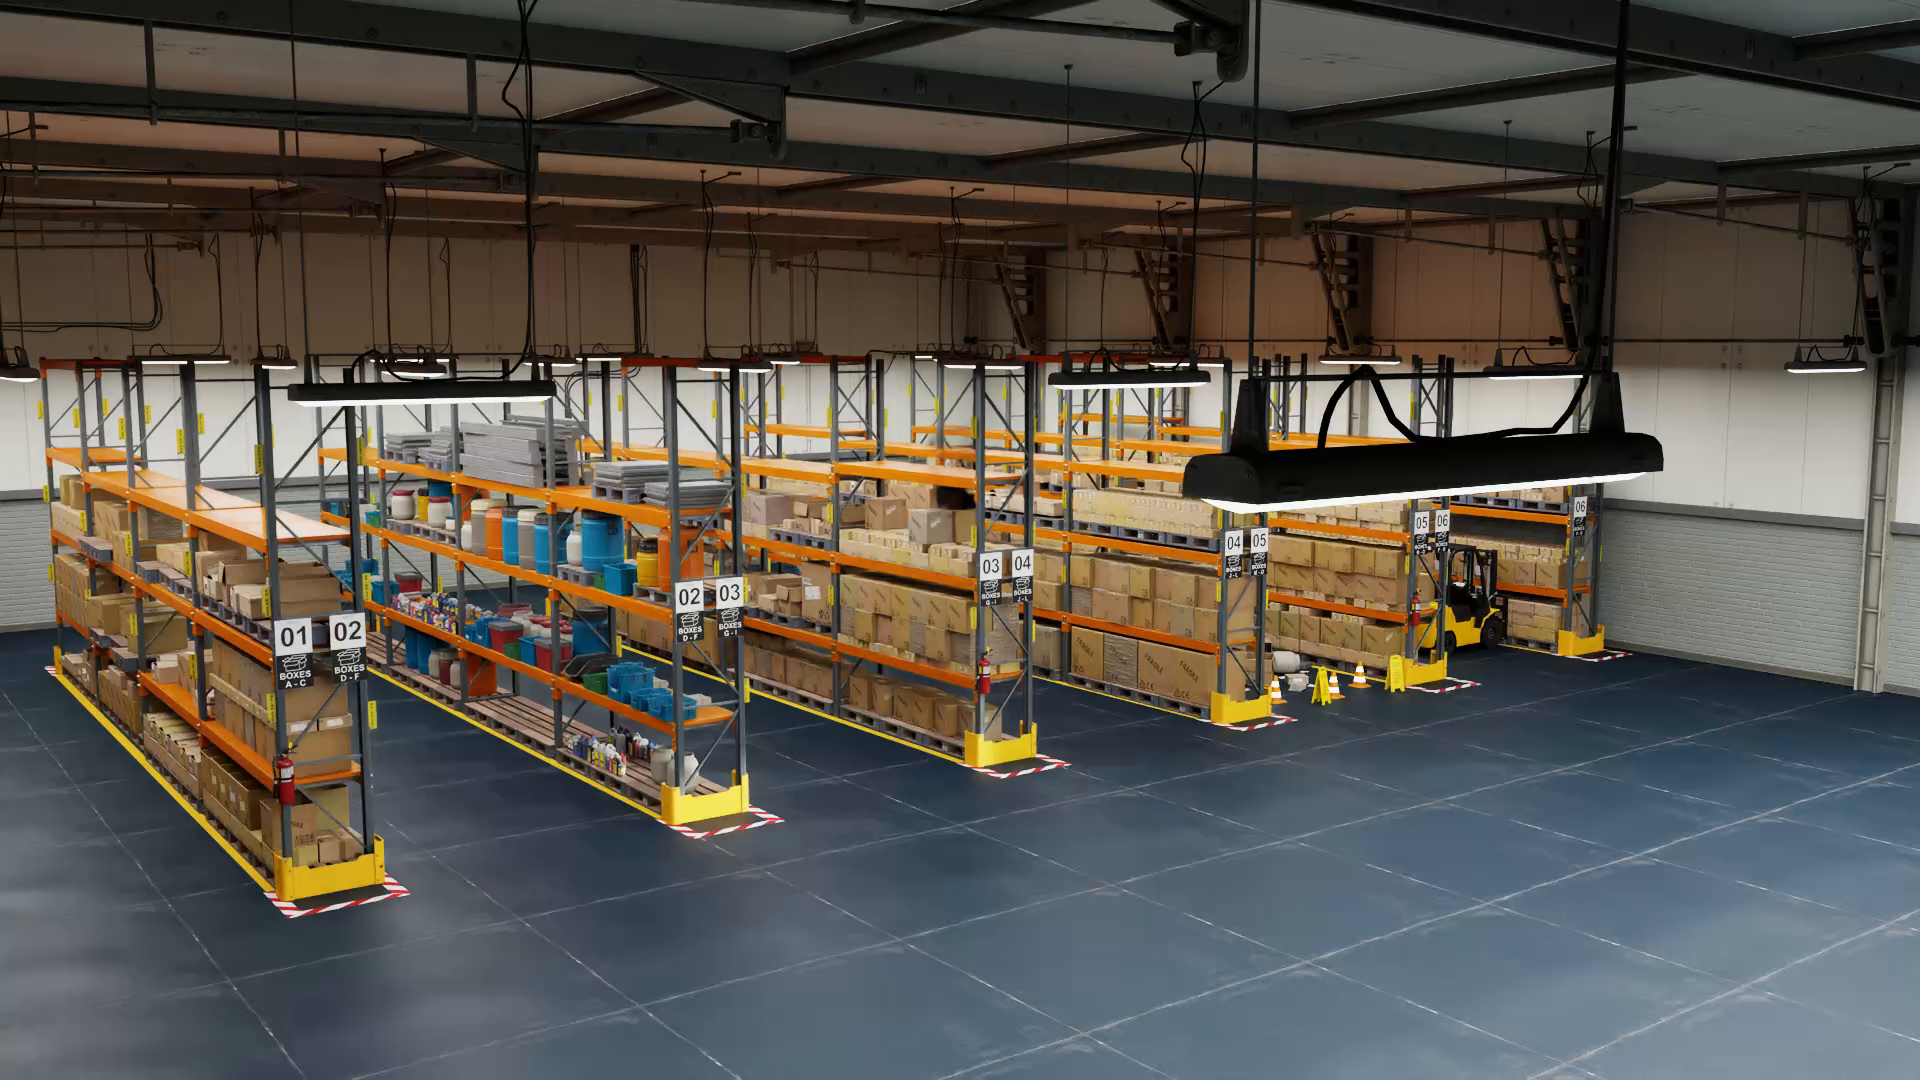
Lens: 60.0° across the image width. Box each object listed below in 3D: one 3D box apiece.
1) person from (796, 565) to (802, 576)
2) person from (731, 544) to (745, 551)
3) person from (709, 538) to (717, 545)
[{"bbox_3d":[-3.957,0.473,41.934,0.614,1.775,0.801,3,7,22],"label":"person"},{"bbox_3d":[-5.509,0.500,41.662,0.553,1.742,0.681,4,8,32],"label":"person"},{"bbox_3d":[-5.867,0.797,39.172,0.769,1.725,0.867,-1,7,-10],"label":"person"}]
